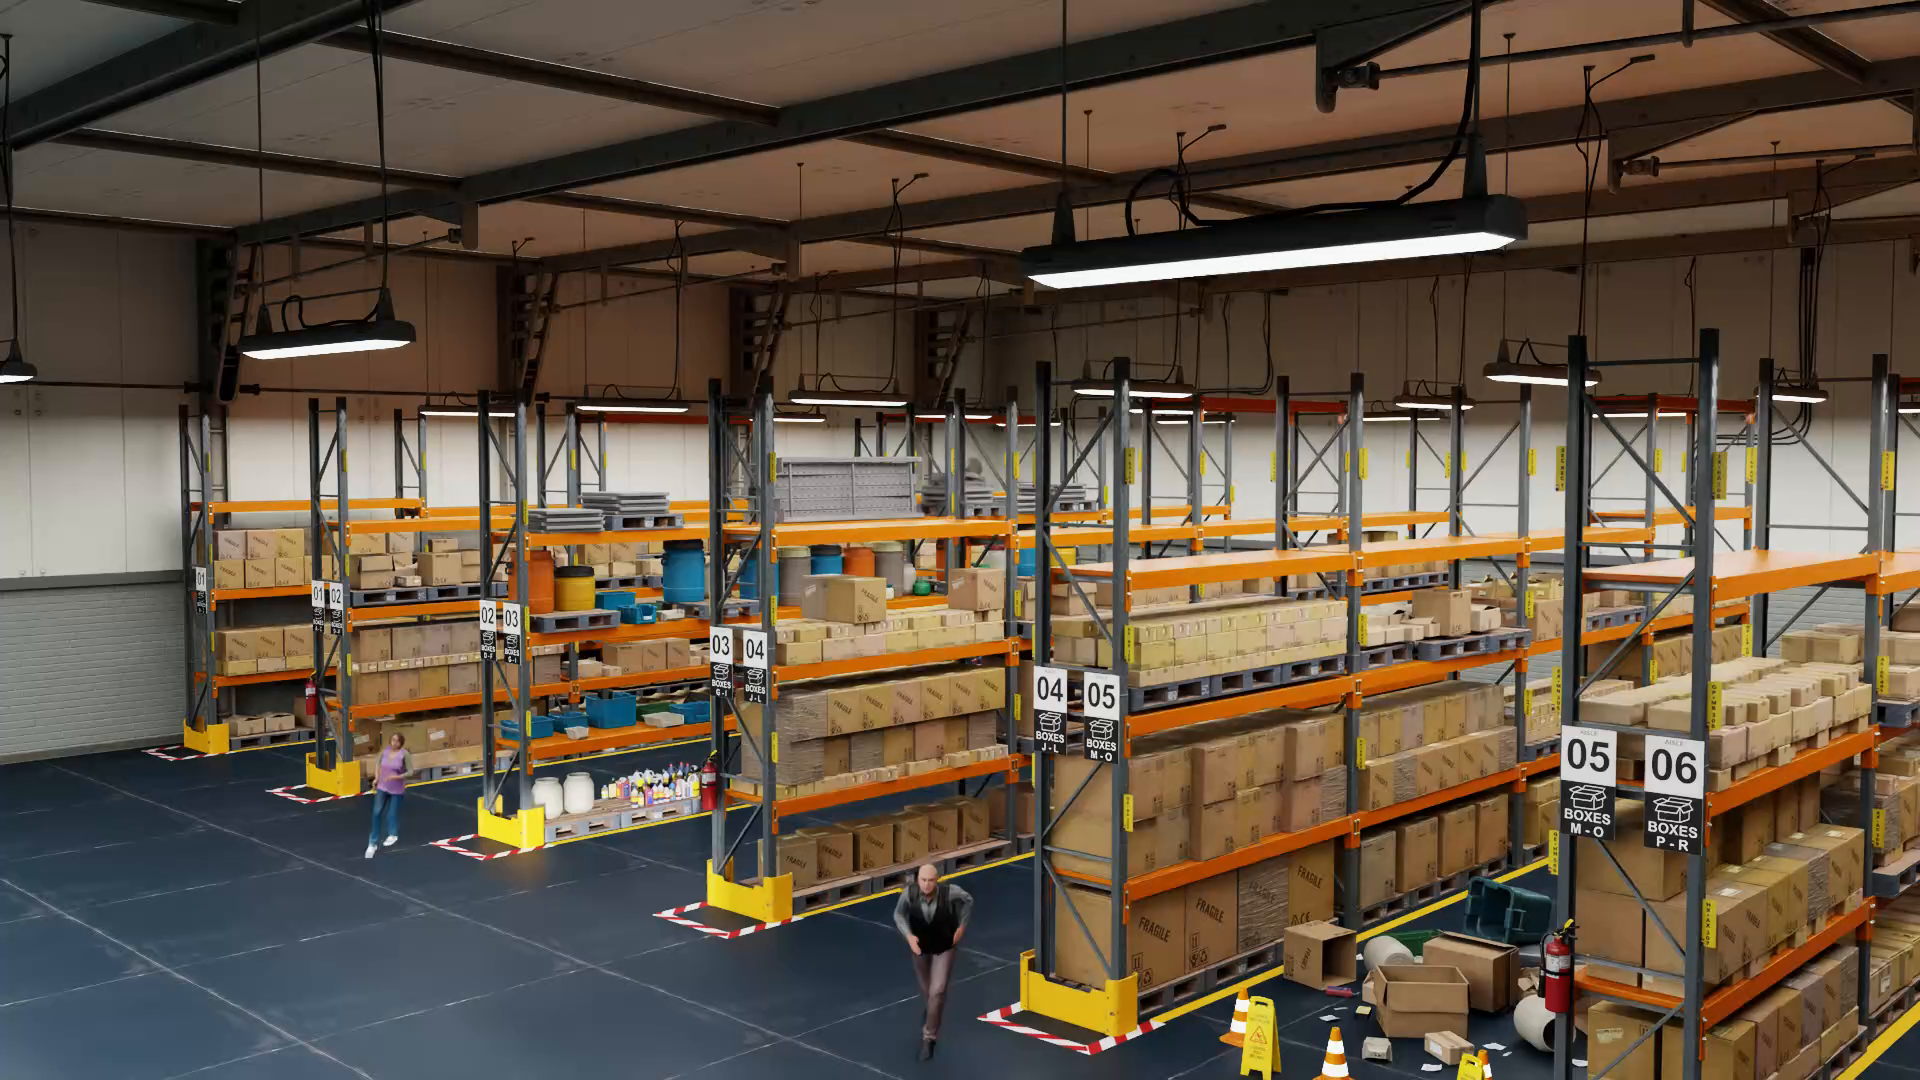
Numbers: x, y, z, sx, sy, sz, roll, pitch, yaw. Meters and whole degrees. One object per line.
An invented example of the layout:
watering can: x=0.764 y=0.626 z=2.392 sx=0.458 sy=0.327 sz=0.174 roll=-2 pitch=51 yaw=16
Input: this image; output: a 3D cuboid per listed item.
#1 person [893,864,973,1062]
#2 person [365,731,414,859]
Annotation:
person: x=-0.229 y=3.589 z=14.558 sx=0.694 sy=1.682 sz=1.010 roll=0 pitch=3 yaw=1
person: x=-7.308 y=3.245 z=21.451 sx=0.555 sy=1.583 sz=0.763 roll=0 pitch=3 yaw=-2
